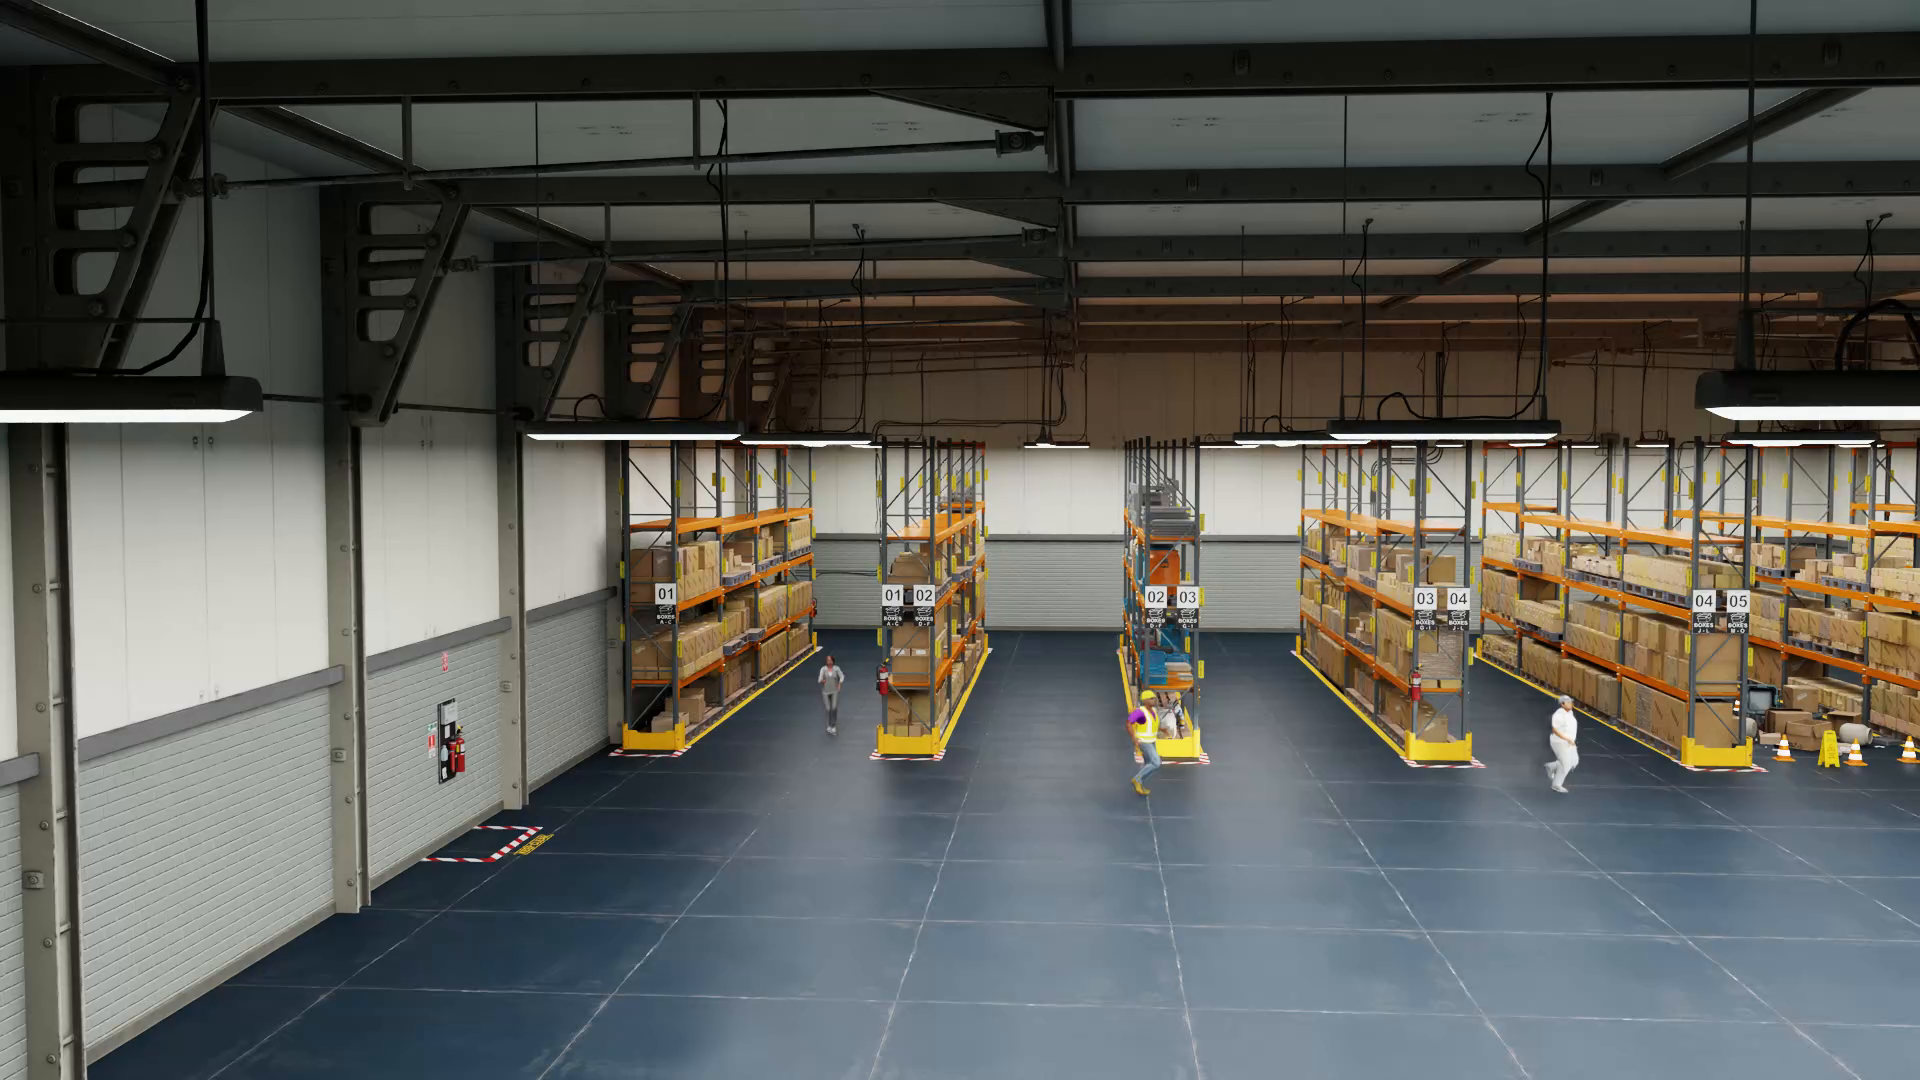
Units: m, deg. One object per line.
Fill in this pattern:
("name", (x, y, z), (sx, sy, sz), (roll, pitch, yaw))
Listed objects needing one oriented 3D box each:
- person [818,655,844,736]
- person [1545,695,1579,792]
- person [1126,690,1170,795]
("person", (-2.611, 3.127, 33.548), (0.514, 1.624, 0.661), (0, 3, -1))
("person", (10.164, 3.427, 28.038), (0.622, 1.624, 0.576), (-3, 4, -44))
("person", (3.152, 3.365, 27.666), (0.612, 1.732, 0.704), (2, 4, 29))
